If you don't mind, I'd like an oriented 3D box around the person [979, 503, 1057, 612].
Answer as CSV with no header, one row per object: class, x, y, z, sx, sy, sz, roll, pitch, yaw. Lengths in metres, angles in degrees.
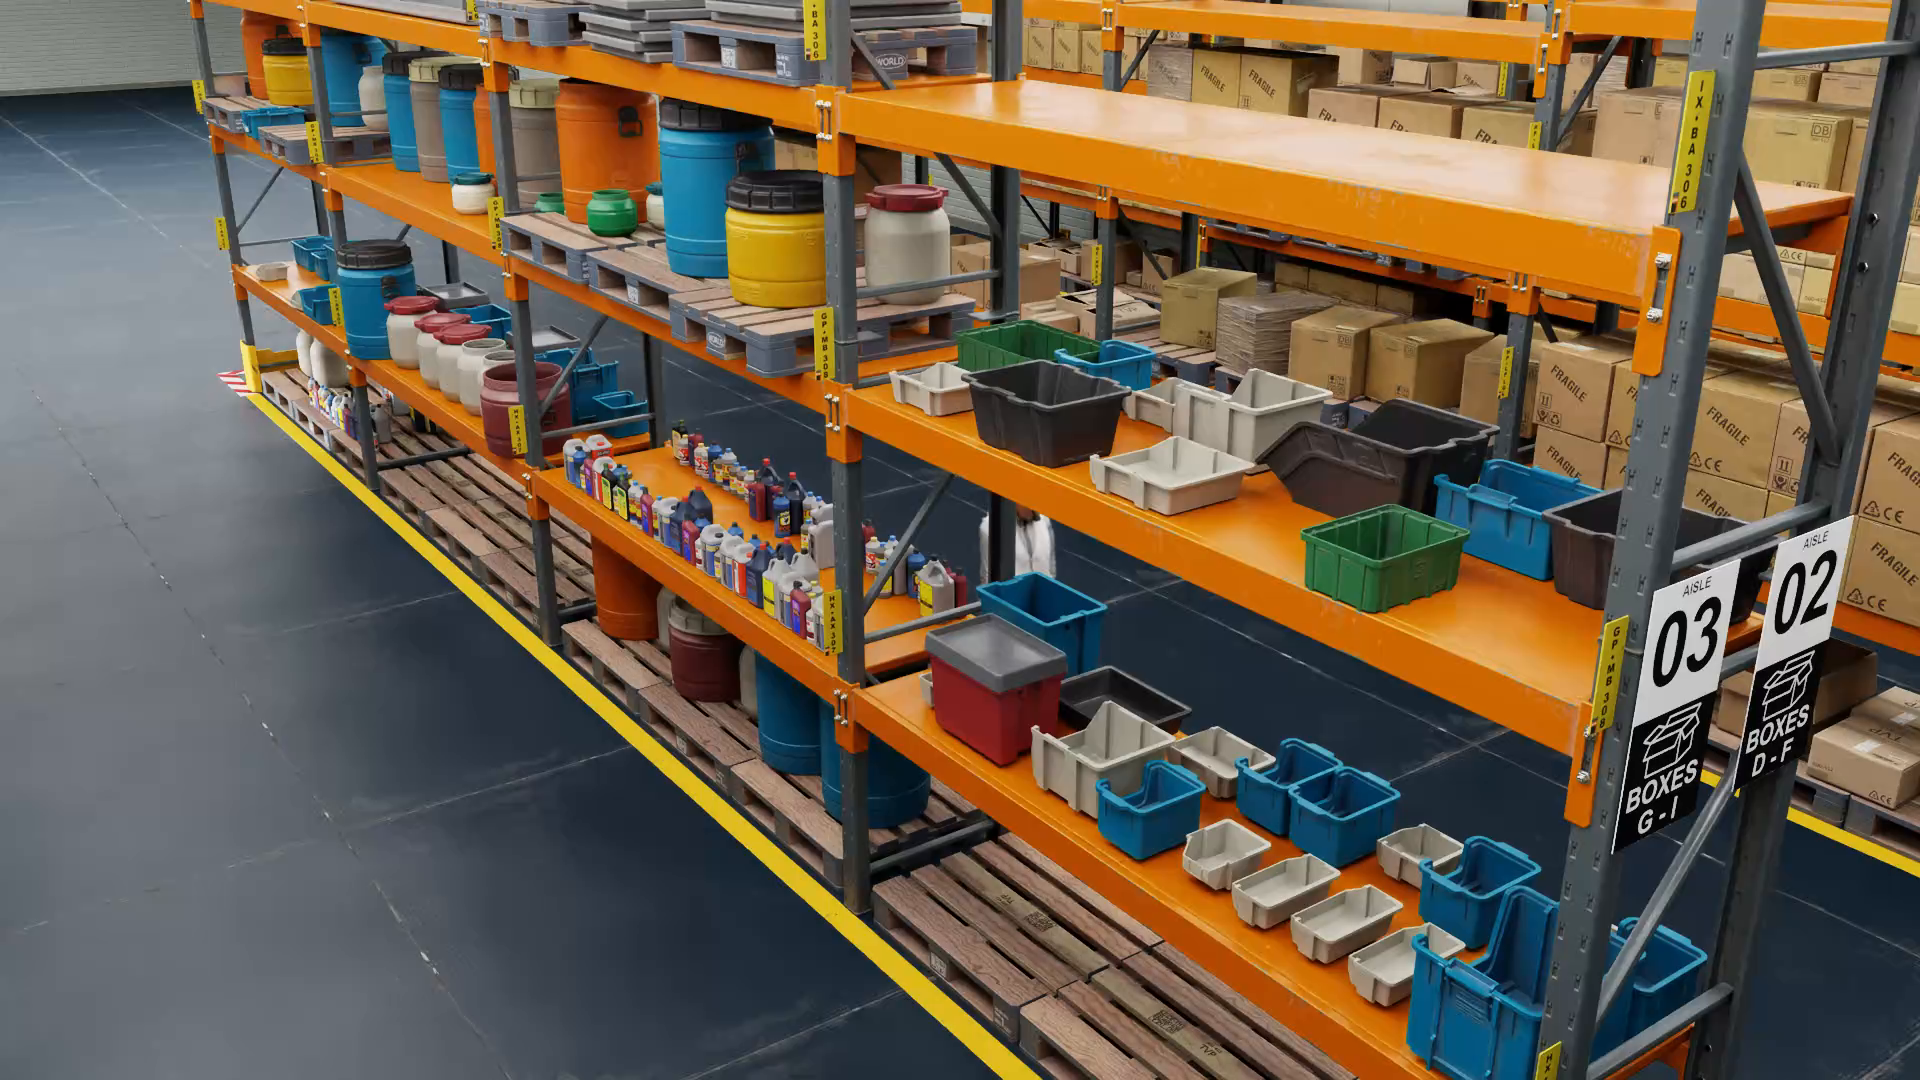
person,0.362,0.398,10.058,0.540,1.760,0.389,-14,25,-32
